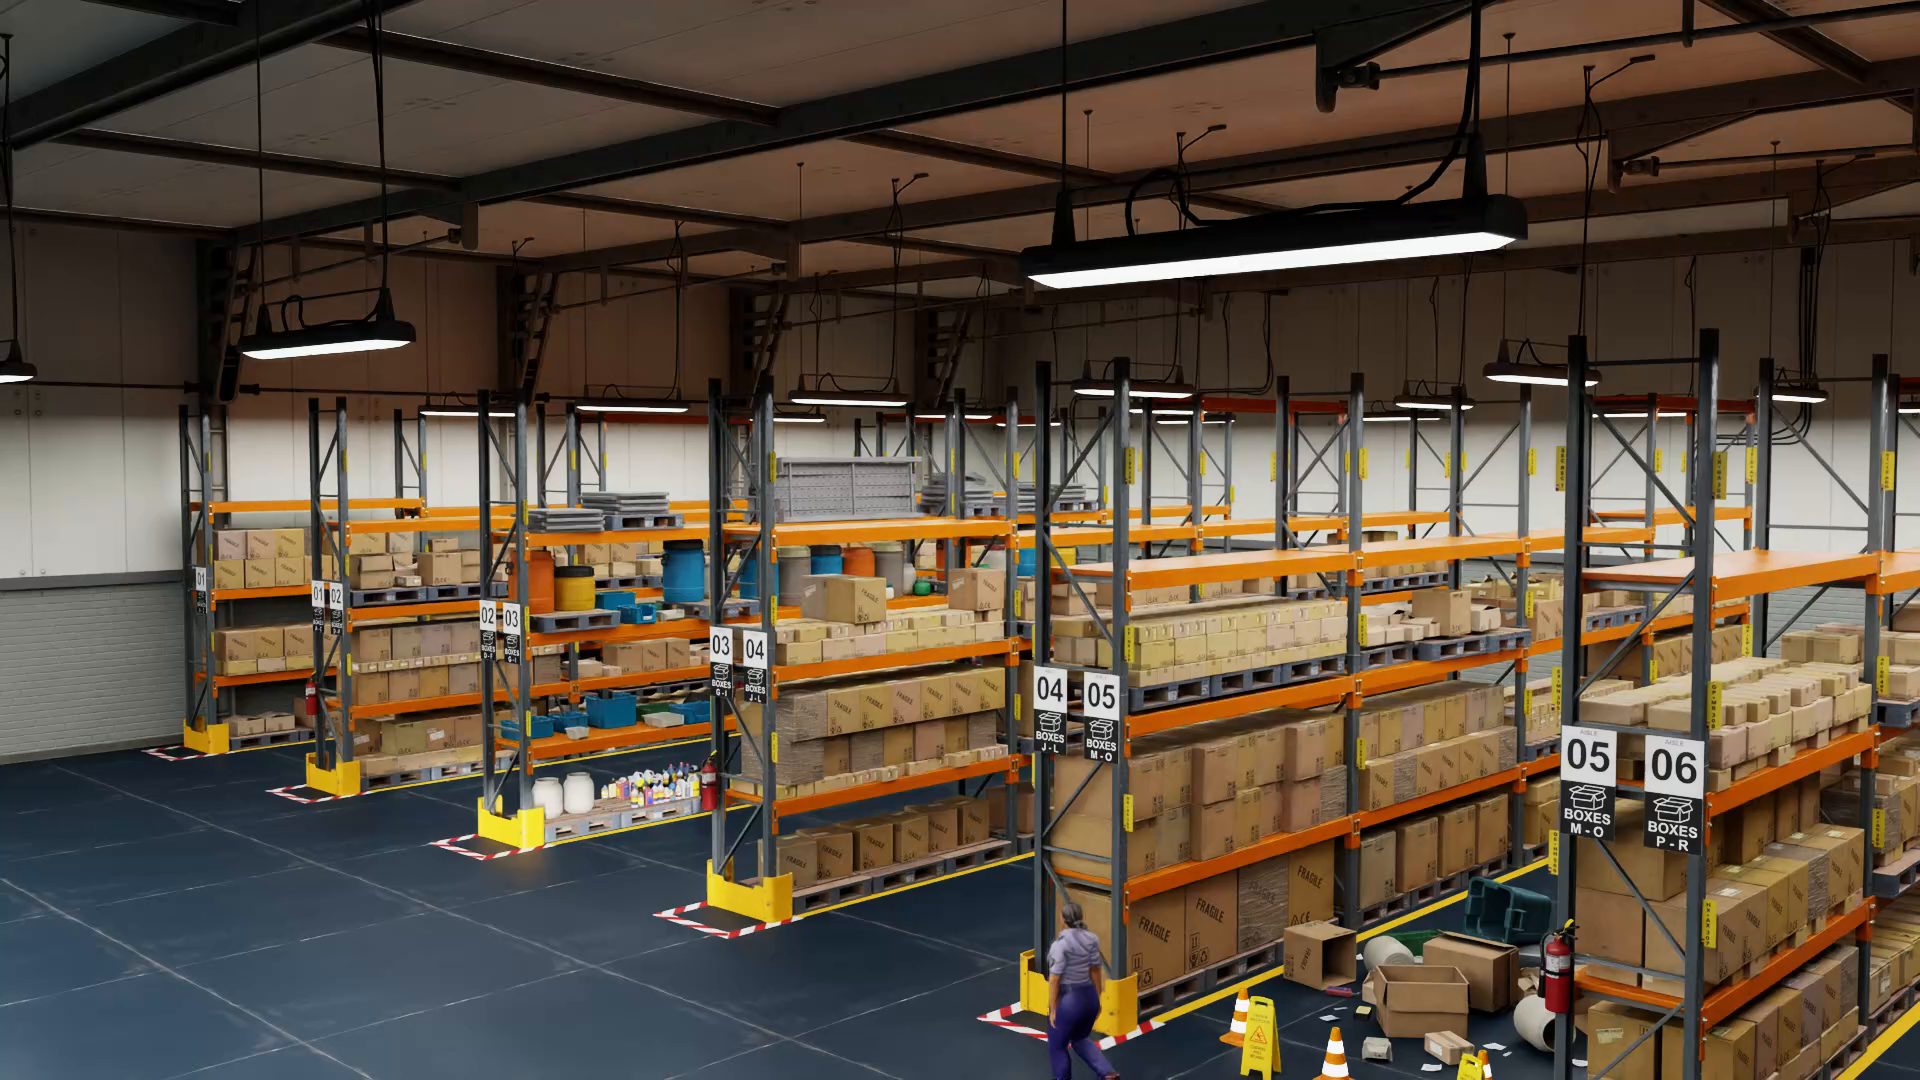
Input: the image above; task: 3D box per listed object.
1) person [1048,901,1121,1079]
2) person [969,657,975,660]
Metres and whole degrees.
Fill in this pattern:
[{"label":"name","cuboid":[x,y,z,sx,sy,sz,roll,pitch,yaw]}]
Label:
[{"label":"person","cuboid":[0.903,3.639,13.022,0.566,1.626,0.486,3,4,44]},{"label":"person","cuboid":[0.335,2.164,40.896,0.559,1.714,1.116,-1,3,-26]}]
